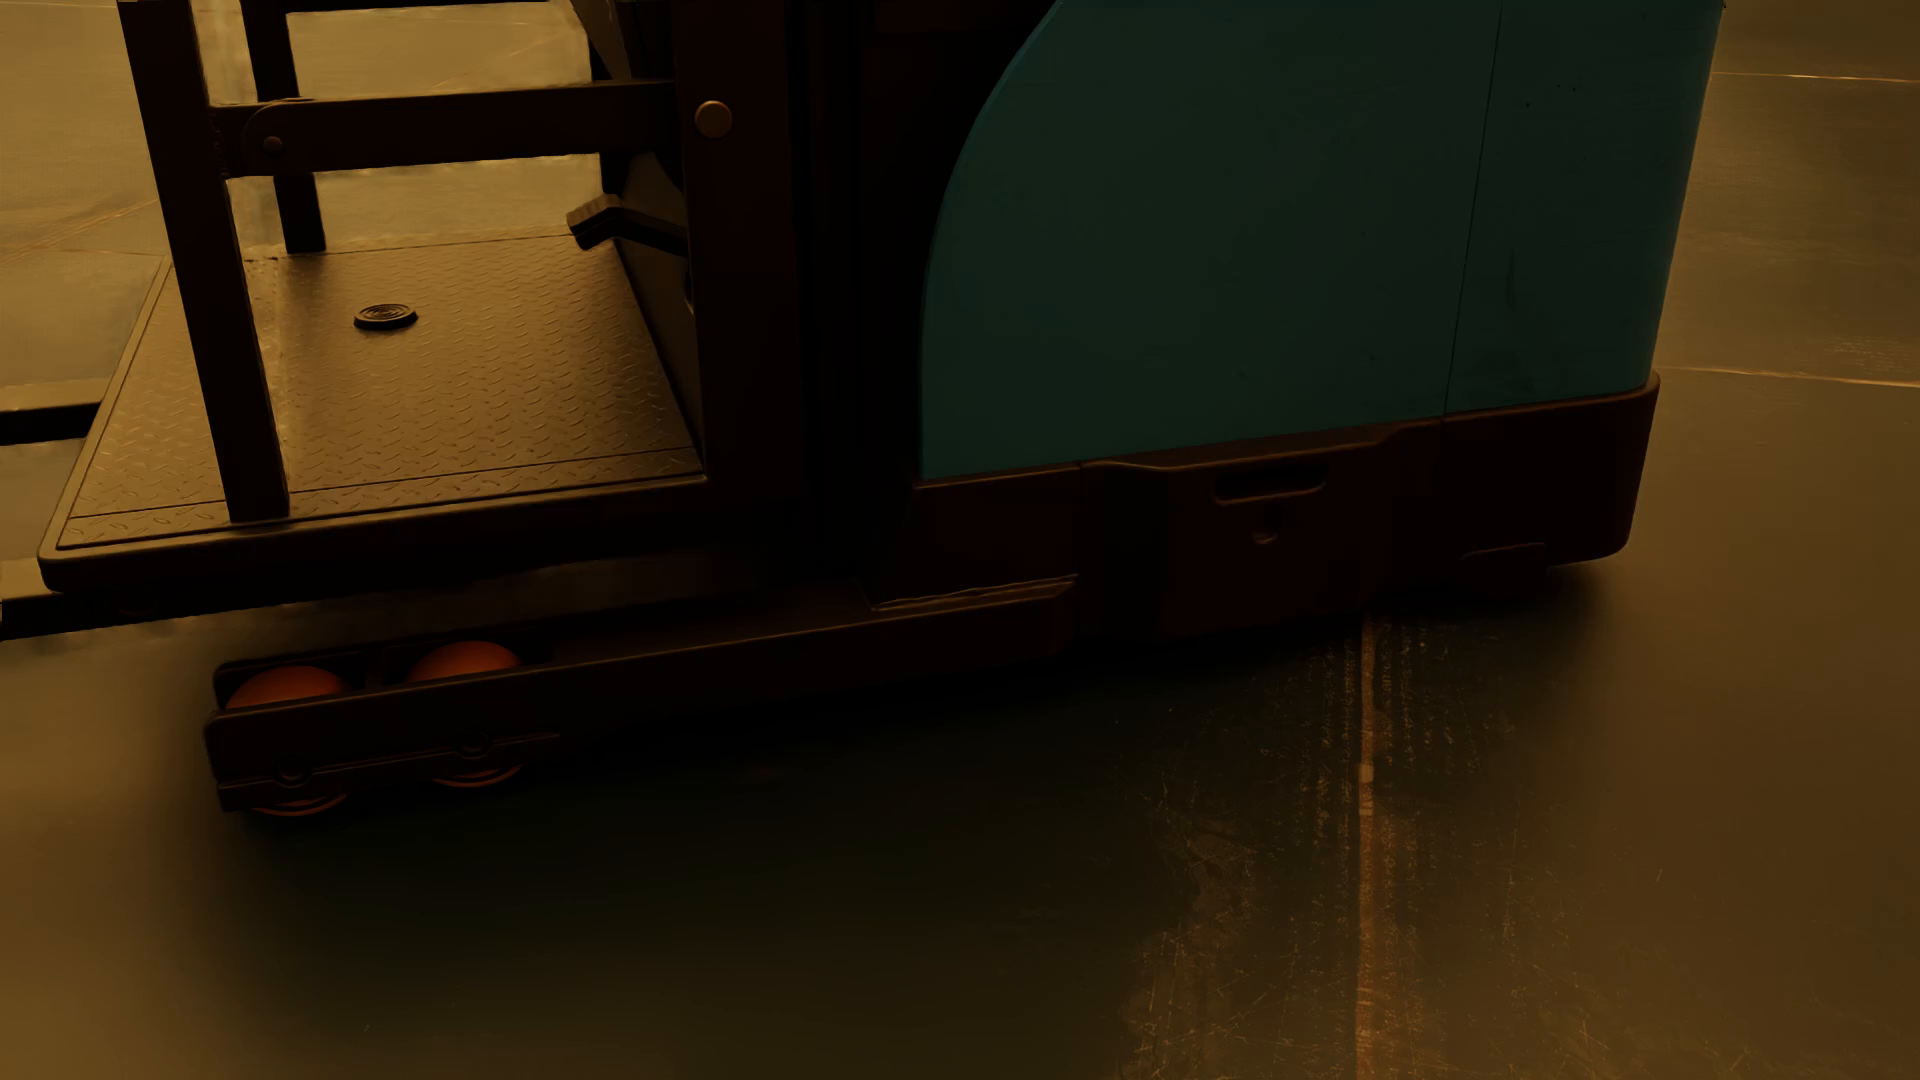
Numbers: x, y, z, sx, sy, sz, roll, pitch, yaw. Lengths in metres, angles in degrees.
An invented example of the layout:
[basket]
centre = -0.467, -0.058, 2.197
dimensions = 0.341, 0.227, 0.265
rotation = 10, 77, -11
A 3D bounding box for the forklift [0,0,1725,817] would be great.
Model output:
[forklift]
centre = -0.625, -1.262, 1.747
dimensions = 3.031, 2.935, 1.130
rotation = -8, 28, -15
